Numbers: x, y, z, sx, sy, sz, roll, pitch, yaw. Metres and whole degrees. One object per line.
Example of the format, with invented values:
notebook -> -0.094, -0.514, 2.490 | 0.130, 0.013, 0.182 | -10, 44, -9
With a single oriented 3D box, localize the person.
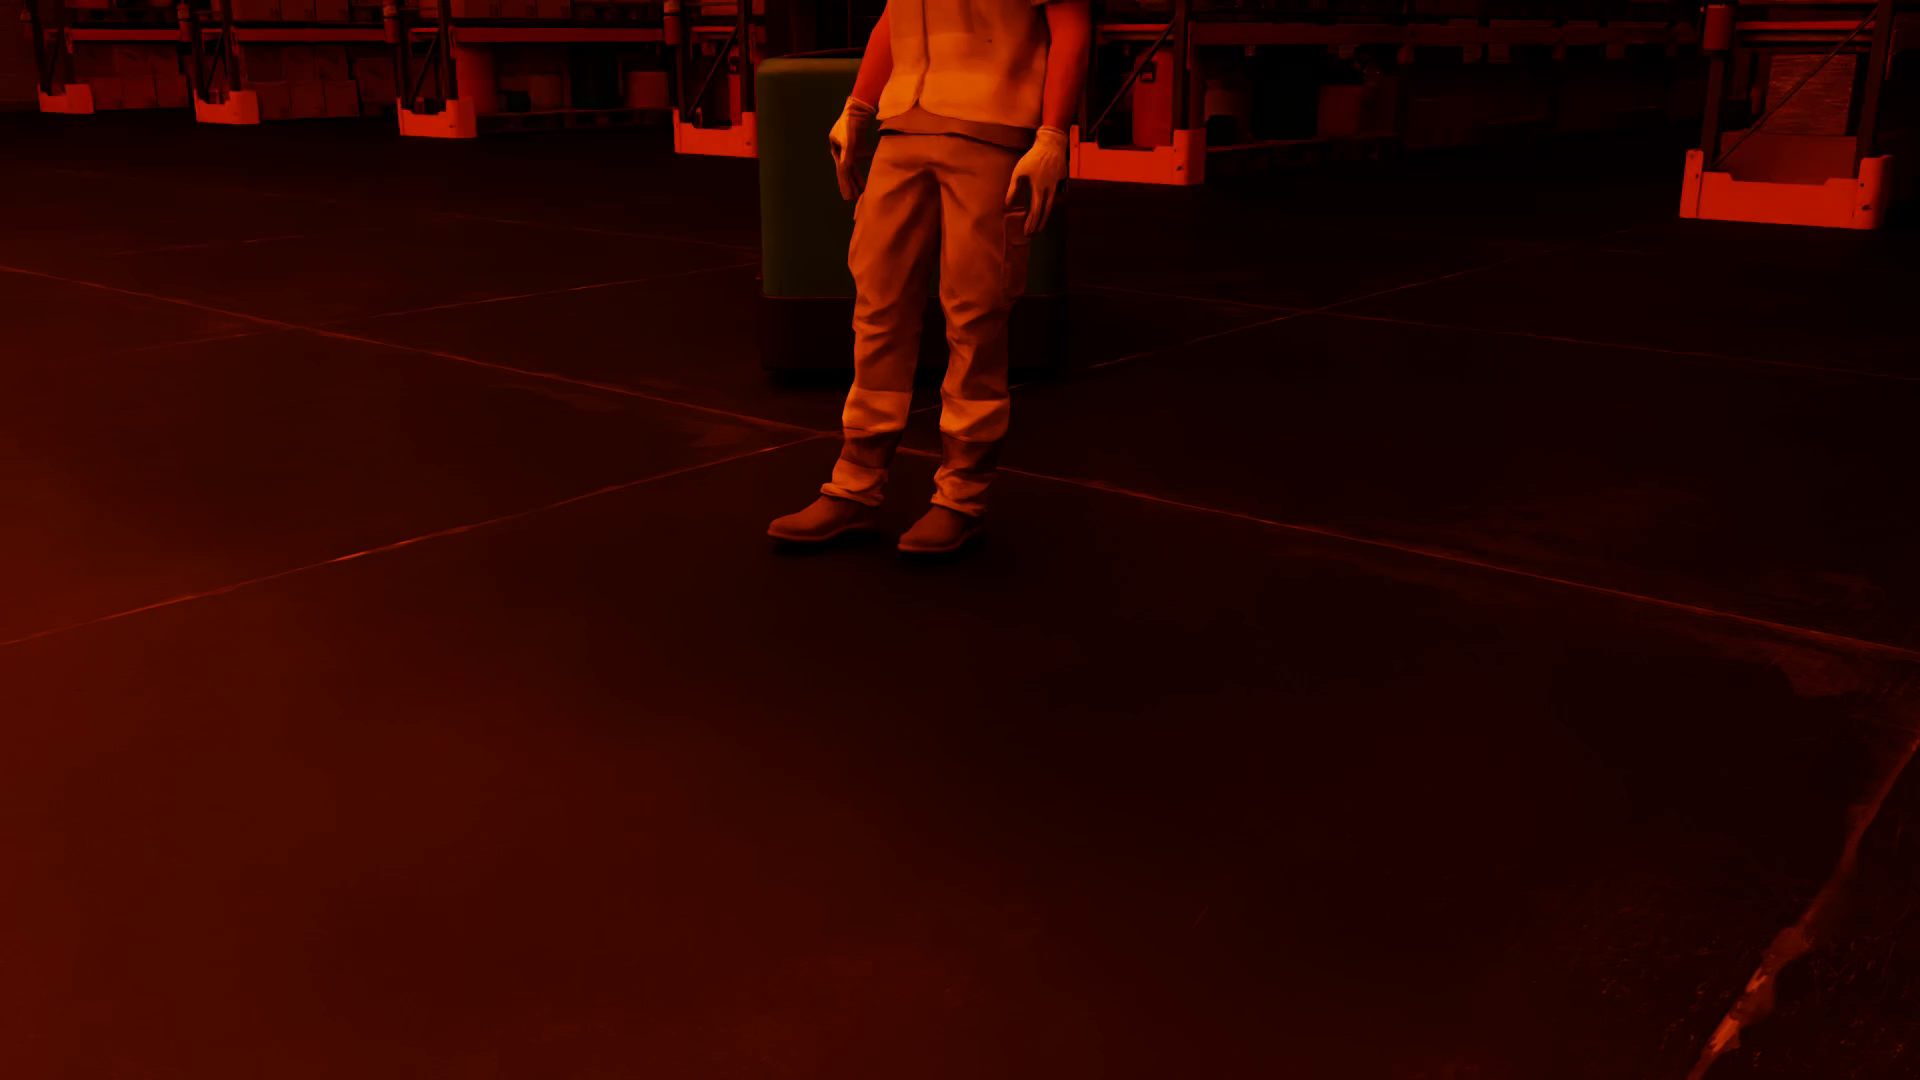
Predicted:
person -> -0.061, -0.847, 3.627 | 0.637, 1.790, 0.560 | 13, 21, 37

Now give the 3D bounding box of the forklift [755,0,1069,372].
forklift -> -0.227, -2.353, 6.646 | 1.130, 2.935, 3.031 | -1, 17, -3
